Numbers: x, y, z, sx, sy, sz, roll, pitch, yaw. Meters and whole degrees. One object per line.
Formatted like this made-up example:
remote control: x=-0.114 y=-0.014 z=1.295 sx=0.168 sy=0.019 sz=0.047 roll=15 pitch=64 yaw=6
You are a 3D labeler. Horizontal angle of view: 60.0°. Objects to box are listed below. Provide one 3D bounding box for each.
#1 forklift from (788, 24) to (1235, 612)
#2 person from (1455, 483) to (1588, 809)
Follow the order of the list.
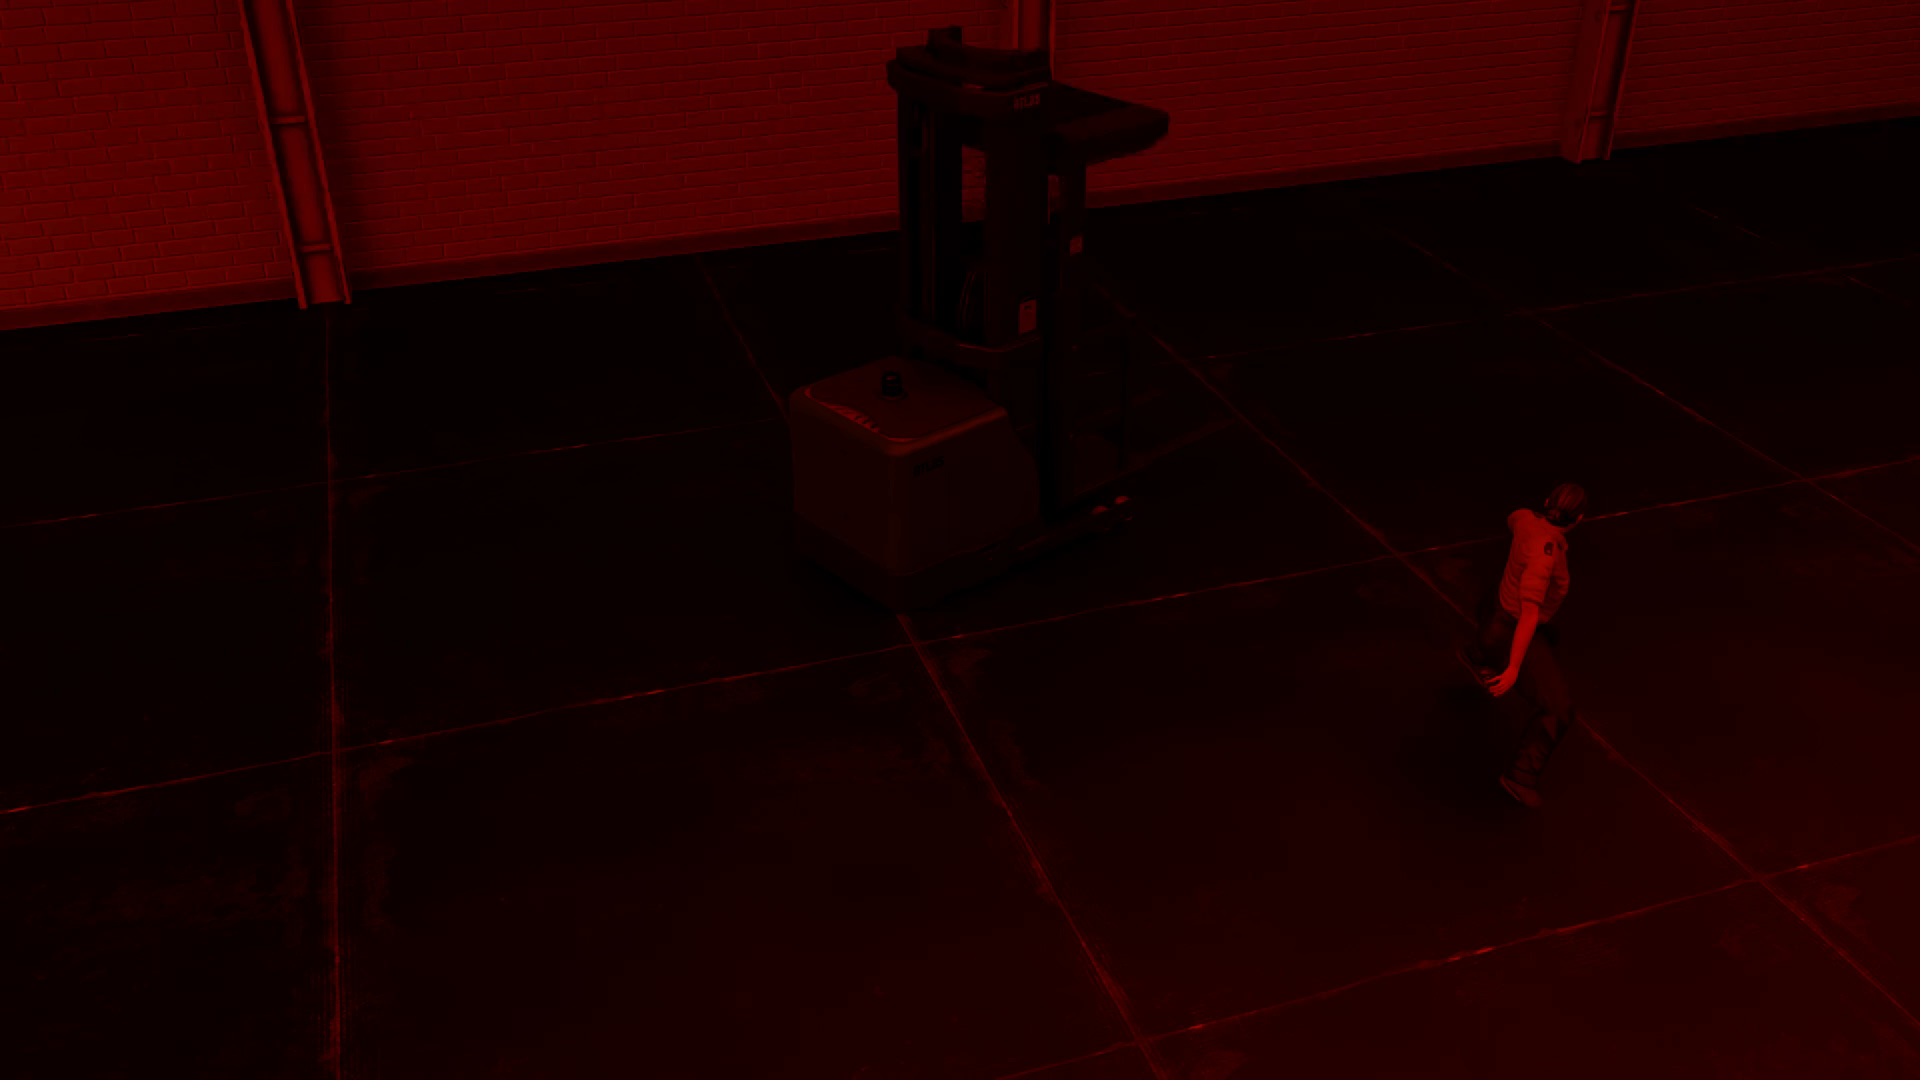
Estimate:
forklift: x=0.458 y=-1.486 z=9.669 sx=3.031 sy=2.935 sz=1.130 roll=-24 pitch=38 yaw=-35
person: x=2.672 y=0.429 z=7.860 sx=0.509 sy=1.555 sz=1.130 roll=8 pitch=31 yaw=13
